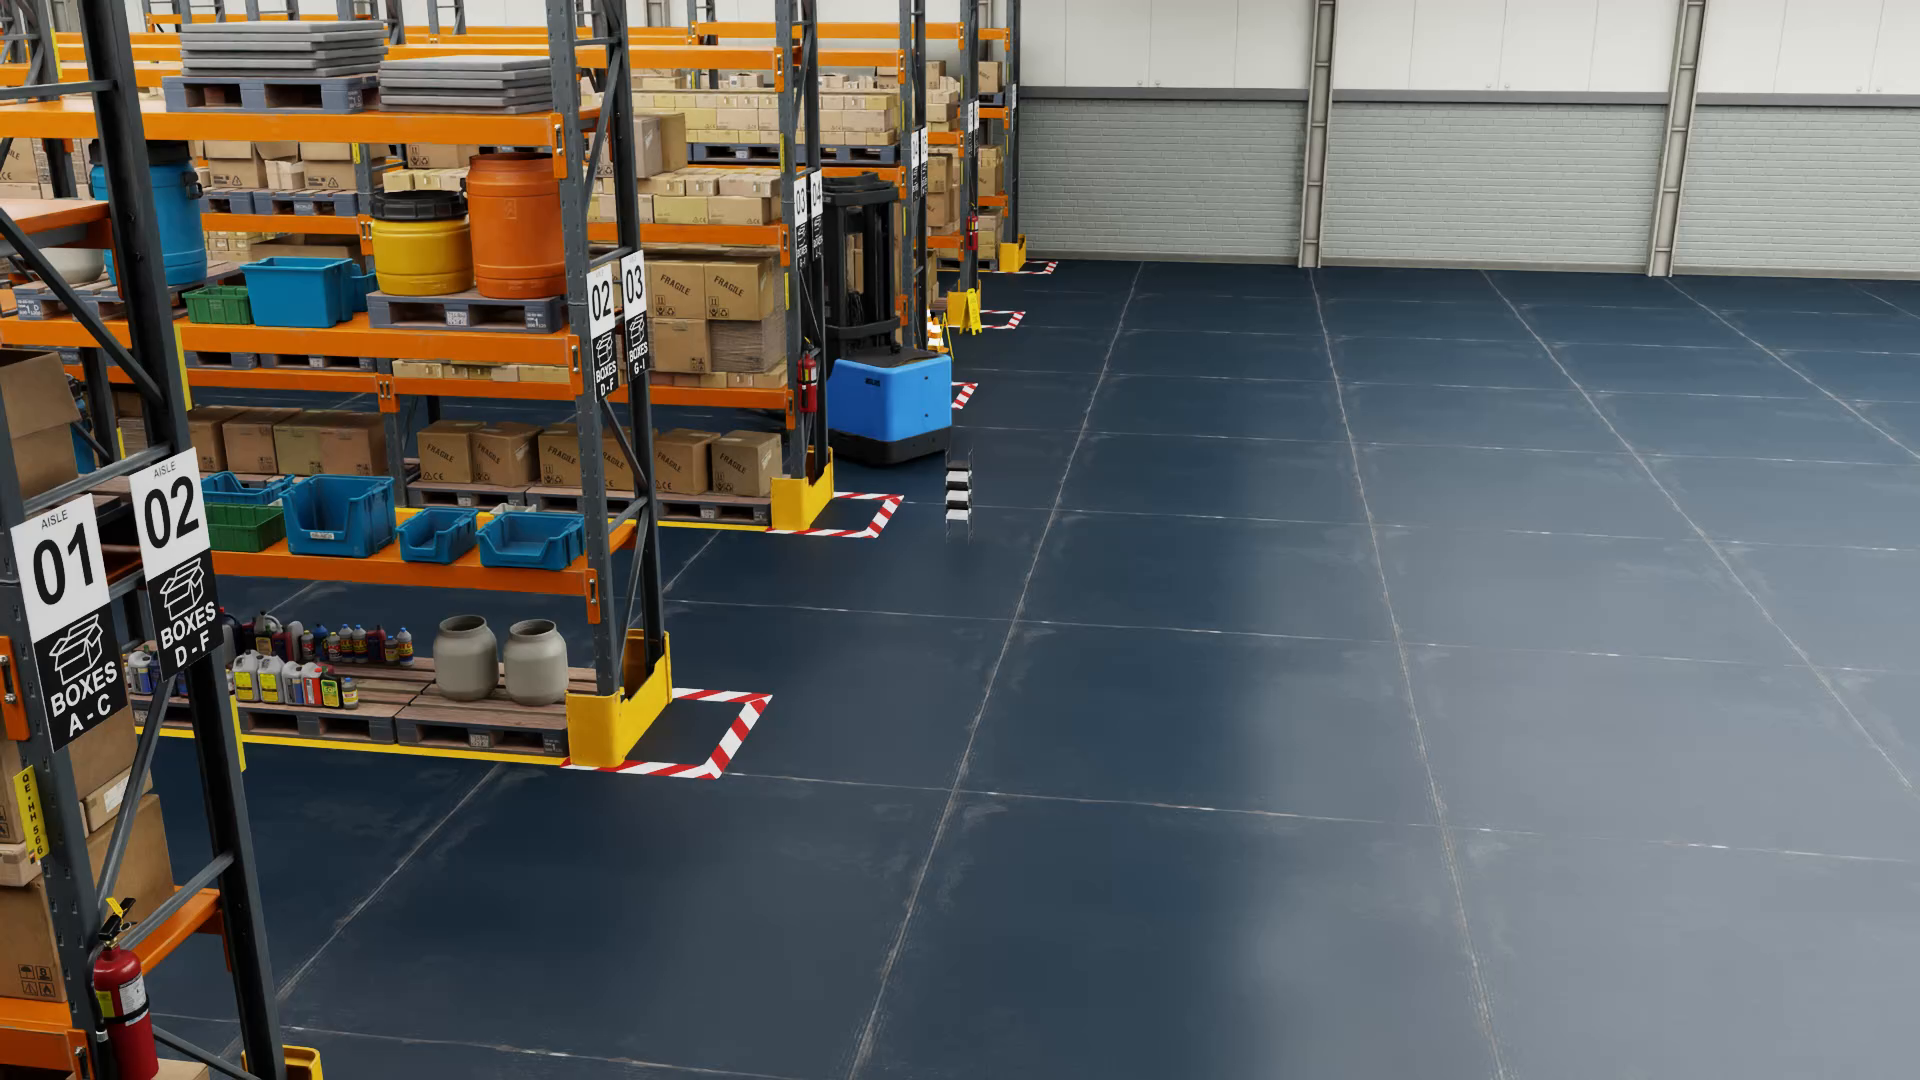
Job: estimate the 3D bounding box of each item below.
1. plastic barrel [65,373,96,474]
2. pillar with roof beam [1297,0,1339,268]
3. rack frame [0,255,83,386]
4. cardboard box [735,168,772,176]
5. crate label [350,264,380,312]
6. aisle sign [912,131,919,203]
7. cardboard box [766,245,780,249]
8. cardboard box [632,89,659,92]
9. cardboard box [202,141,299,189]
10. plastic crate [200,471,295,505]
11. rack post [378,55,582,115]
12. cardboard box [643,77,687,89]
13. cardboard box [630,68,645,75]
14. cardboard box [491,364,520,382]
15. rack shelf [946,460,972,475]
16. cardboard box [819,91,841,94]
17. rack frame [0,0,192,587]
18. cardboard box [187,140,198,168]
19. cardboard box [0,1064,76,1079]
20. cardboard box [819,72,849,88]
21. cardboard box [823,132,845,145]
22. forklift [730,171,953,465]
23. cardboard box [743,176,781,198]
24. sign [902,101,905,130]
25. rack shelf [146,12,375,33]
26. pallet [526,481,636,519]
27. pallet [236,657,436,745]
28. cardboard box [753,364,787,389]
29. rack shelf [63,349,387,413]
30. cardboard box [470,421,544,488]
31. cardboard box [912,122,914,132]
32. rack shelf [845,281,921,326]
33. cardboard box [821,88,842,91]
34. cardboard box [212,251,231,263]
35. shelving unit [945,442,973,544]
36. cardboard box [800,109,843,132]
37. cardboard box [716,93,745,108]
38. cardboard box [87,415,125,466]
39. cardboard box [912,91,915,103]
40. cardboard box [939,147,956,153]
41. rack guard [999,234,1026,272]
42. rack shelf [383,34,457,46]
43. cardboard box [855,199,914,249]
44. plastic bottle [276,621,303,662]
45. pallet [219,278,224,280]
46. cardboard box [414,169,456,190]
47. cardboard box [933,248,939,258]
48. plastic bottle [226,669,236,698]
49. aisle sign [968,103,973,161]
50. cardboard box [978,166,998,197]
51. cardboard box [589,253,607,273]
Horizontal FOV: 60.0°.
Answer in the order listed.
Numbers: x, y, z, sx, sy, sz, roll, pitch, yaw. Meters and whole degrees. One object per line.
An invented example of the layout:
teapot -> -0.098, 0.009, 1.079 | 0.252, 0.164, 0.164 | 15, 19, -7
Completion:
plastic barrel -> -6.503, -0.692, 11.801 | 0.708, 0.901, 0.600 | 3, 19, 9
pillar with roof beam -> 5.618, -7.862, 24.565 | 0.400, 9.000, 9.100 | 3, 19, 9
rack frame -> -9.333, -2.093, 16.778 | 0.127, 3.000, 1.000 | 3, 19, 9
cardboard box -> -1.910, -3.361, 15.447 | 0.250, 0.149, 0.380 | 3, 19, 10
crate label -> -4.016, -1.688, 11.076 | 0.408, 0.251, 0.502 | 3, 19, 9
aisle sign -> -0.525, -4.375, 19.500 | 0.004, 0.787, 0.394 | 3, 19, 9
cardboard box -> -2.001, -3.403, 20.458 | 0.550, 0.550, 0.875 | 3, 19, 9
cardboard box -> -3.836, -5.437, 20.366 | 0.250, 0.149, 0.380 | 3, 19, 8
cardboard box -> -6.762, -3.664, 15.922 | 0.637, 0.503, 0.797 | 4, 19, 11
plastic crate -> -5.033, -0.299, 11.650 | 0.616, 0.251, 0.499 | 3, 19, 9
rack post -> -2.946, -2.825, 10.298 | 0.954, 0.300, 0.937 | 5, 19, 15
cardboard box -> -4.404, -6.773, 24.825 | 0.500, 0.250, 0.500 | 3, 19, 10
cardboard box -> -5.787, -8.363, 29.812 | 0.500, 0.500, 0.700 | 3, 19, 8
cardboard box -> -4.234, -1.612, 15.736 | 0.250, 0.149, 0.380 | 3, 19, 9
rack shelf -> -0.008, -0.652, 15.033 | 0.200, 0.077, 0.258 | 3, 19, 9
cardboard box -> -1.576, -5.323, 20.023 | 0.250, 0.149, 0.380 | 3, 19, 9
rack frame -> -3.009, -1.432, 5.348 | 0.127, 3.000, 1.000 | 3, 19, 9
cardboard box -> -7.828, -3.802, 16.214 | 0.500, 0.500, 0.500 | 3, 19, 10
cardboard box -> -3.586, 2.228, 6.353 | 0.500, 0.500, 0.500 | 3, 19, 9
cardboard box -> -2.245, -8.060, 29.206 | 0.500, 0.311, 0.500 | 3, 19, 10
cardboard box -> -1.432, -4.725, 19.495 | 0.250, 0.149, 0.380 | 3, 19, 9
forklift -> -1.502, -2.551, 18.254 | 3.031, 2.935, 1.130 | 16, 24, 40
cardboard box -> -1.758, -3.147, 14.809 | 0.250, 0.149, 0.380 | 3, 19, 9
sign -> -0.648, -4.875, 19.094 | 0.005, 0.325, 0.100 | 3, 19, 9
rack shelf -> -12.902, -9.557, 30.771 | 4.000, 0.370, 1.077 | 3, 19, 9
pallet -> -3.507, -0.486, 16.370 | 1.213, 0.211, 1.003 | 3, 19, 9
pallet -> -4.305, 1.090, 11.660 | 1.213, 0.211, 1.003 | 3, 19, 9
cardboard box -> -1.748, -1.521, 15.464 | 0.250, 0.149, 0.380 | 3, 19, 9
rack shelf -> -7.358, -1.651, 16.592 | 4.000, 0.370, 1.077 | 3, 19, 9
cardboard box -> -4.428, -0.846, 16.330 | 0.500, 0.500, 0.500 | 9, 21, 26
cardboard box -> -0.767, -6.055, 24.288 | 0.250, 0.149, 0.380 | 3, 19, 10
rack shelf -> -2.522, -2.999, 20.619 | 4.000, 0.370, 1.077 | 3, 19, 9
cardboard box -> -1.918, -6.682, 24.906 | 0.250, 0.149, 0.380 | 3, 19, 9
cardboard box -> -9.251, -3.616, 21.063 | 0.250, 0.149, 0.380 | 3, 19, 9
shelving unit -> -0.008, -0.427, 15.108 | 0.210, 0.900, 0.258 | 3, 19, 9
cardboard box -> -1.569, -4.941, 19.510 | 0.500, 0.250, 0.500 | 3, 19, 9
cardboard box -> -2.689, -5.167, 19.559 | 0.250, 0.149, 0.380 | 3, 19, 8
cardboard box -> -8.668, -1.089, 17.023 | 0.500, 0.500, 0.700 | 2, 19, 6
cardboard box -> -0.747, -6.433, 24.162 | 0.250, 0.149, 0.380 | 3, 19, 8
cardboard box -> -0.211, -6.842, 29.322 | 0.250, 0.149, 0.380 | 3, 19, 9
rack guard -> 0.945, -5.164, 29.895 | 0.348, 0.500, 1.175 | 3, 19, 9
rack shelf -> -9.736, -7.613, 25.584 | 4.000, 0.370, 1.077 | 3, 19, 9
cardboard box -> -0.908, -3.853, 20.101 | 0.550, 0.550, 0.875 | 3, 19, 9
plastic bottle -> -4.819, 0.720, 11.969 | 0.135, 0.276, 0.152 | 3, 19, 10
pallet -> -9.167, -3.553, 21.445 | 1.003, 0.211, 1.213 | 3, 19, 9
cardboard box -> -4.838, -3.327, 15.348 | 0.250, 0.149, 0.380 | 2, 19, 6
cardboard box -> -0.575, -5.226, 29.814 | 0.500, 0.250, 0.500 | 3, 19, 9
plastic bottle -> -4.976, 0.980, 11.311 | 0.097, 0.201, 0.097 | 0, 18, 0
aisle sign -> 0.153, -5.934, 24.161 | 0.004, 0.787, 0.394 | 3, 19, 9
cardboard box -> 0.394, -6.340, 29.314 | 0.500, 0.500, 0.500 | 3, 19, 7
cardboard box -> -3.497, -2.380, 15.435 | 0.500, 0.500, 0.500 | 3, 19, 9
